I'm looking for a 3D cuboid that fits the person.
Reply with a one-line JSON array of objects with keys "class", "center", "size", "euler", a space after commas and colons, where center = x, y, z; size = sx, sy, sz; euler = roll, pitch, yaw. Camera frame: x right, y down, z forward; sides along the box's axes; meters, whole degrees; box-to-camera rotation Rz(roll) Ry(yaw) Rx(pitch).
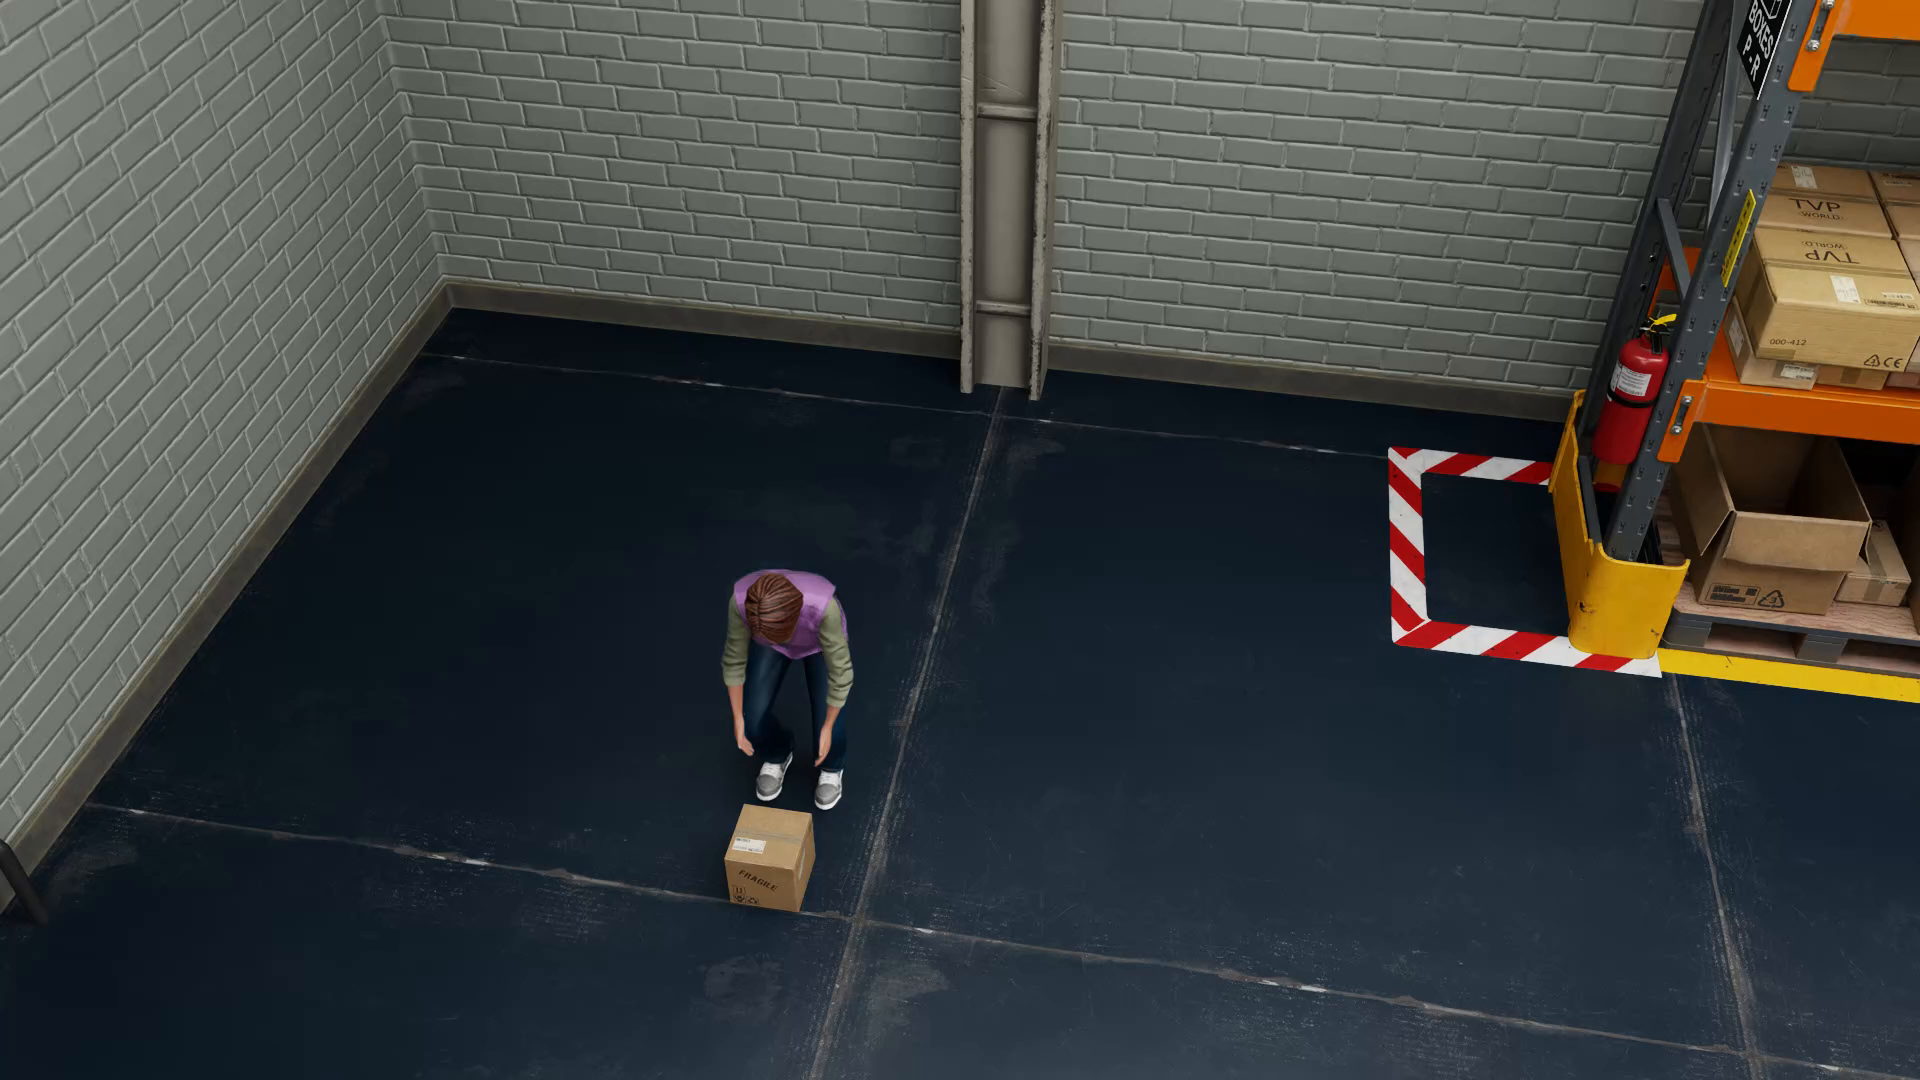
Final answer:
[{"class": "person", "center": [-0.572, 0.479, 5.881], "size": [0.463, 1.255, 0.673], "euler": [7, 42, 8]}]
